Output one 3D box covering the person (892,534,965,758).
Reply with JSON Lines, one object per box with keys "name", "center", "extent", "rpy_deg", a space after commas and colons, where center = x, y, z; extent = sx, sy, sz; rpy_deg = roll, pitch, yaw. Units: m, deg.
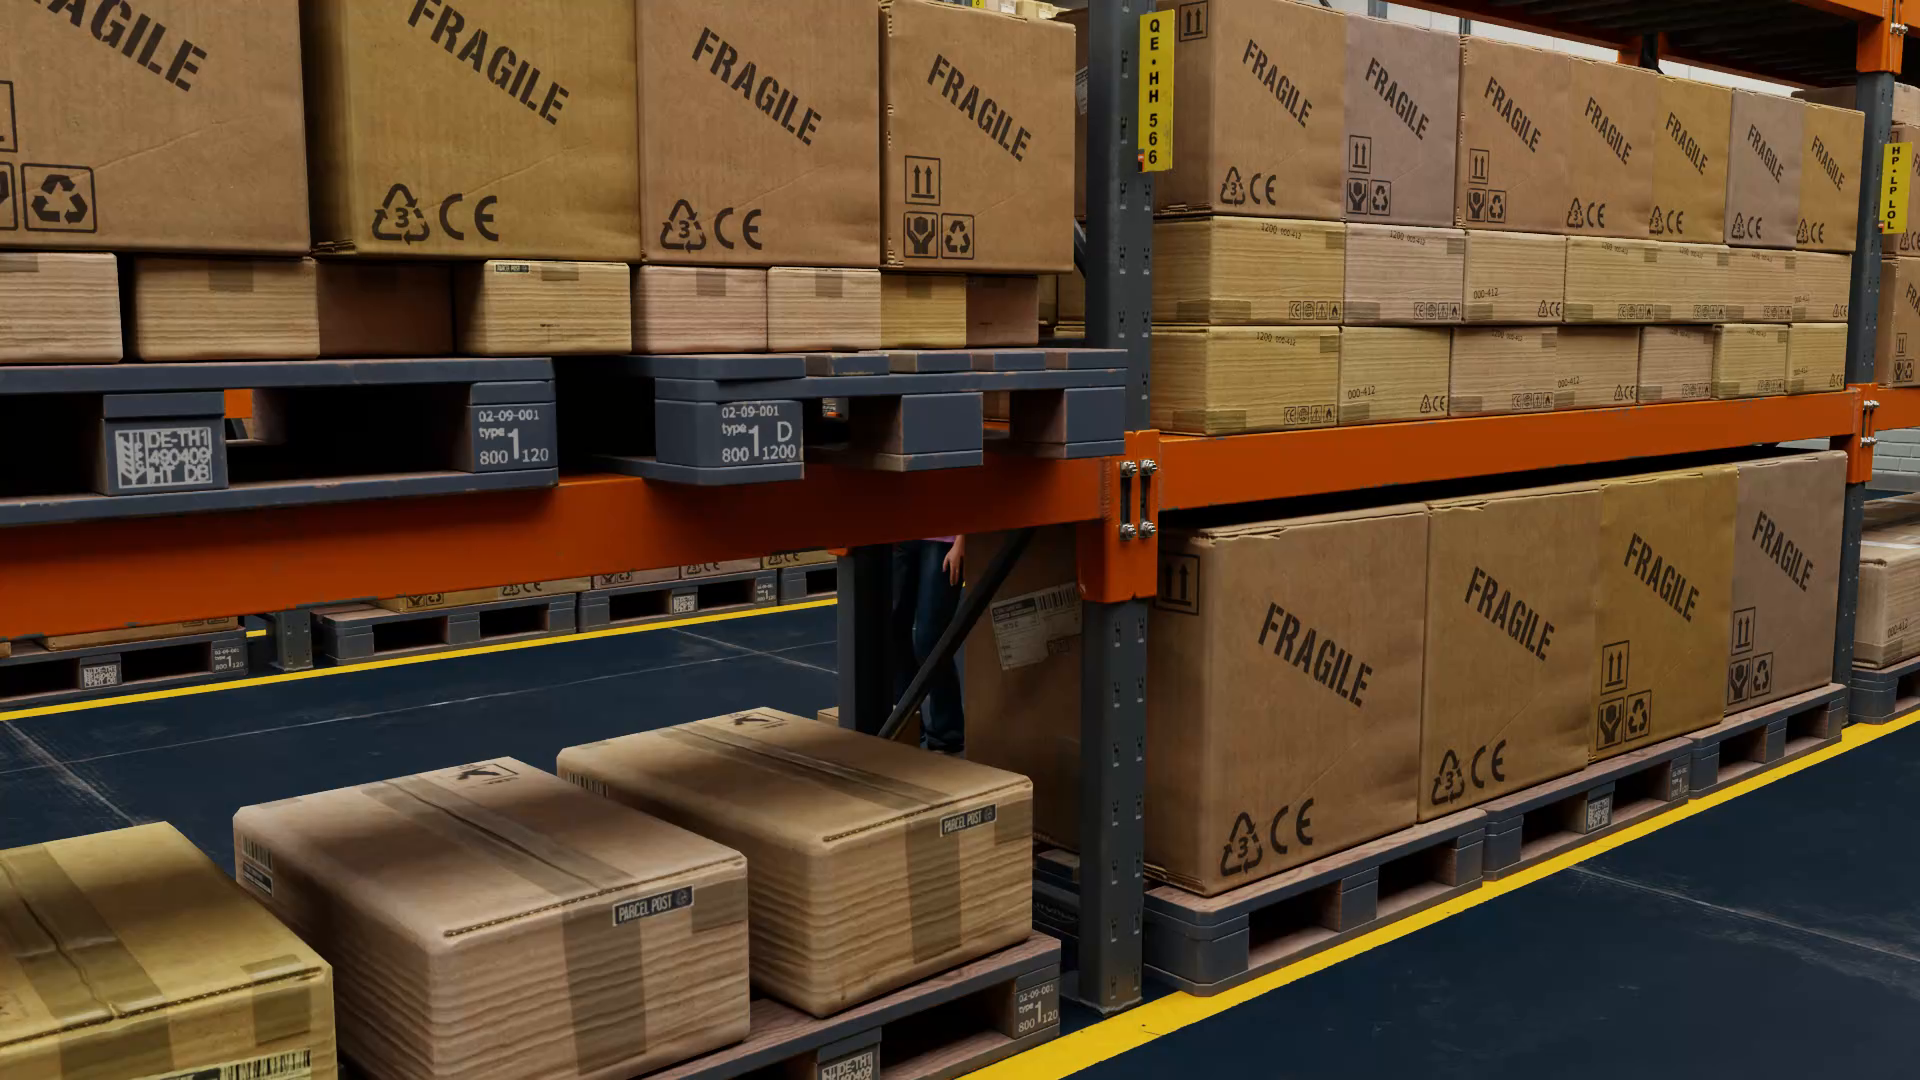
{"name": "person", "center": [-0.134, 0.017, 5.711], "extent": [0.344, 1.593, 0.484], "rpy_deg": [-7, 11, -44]}
